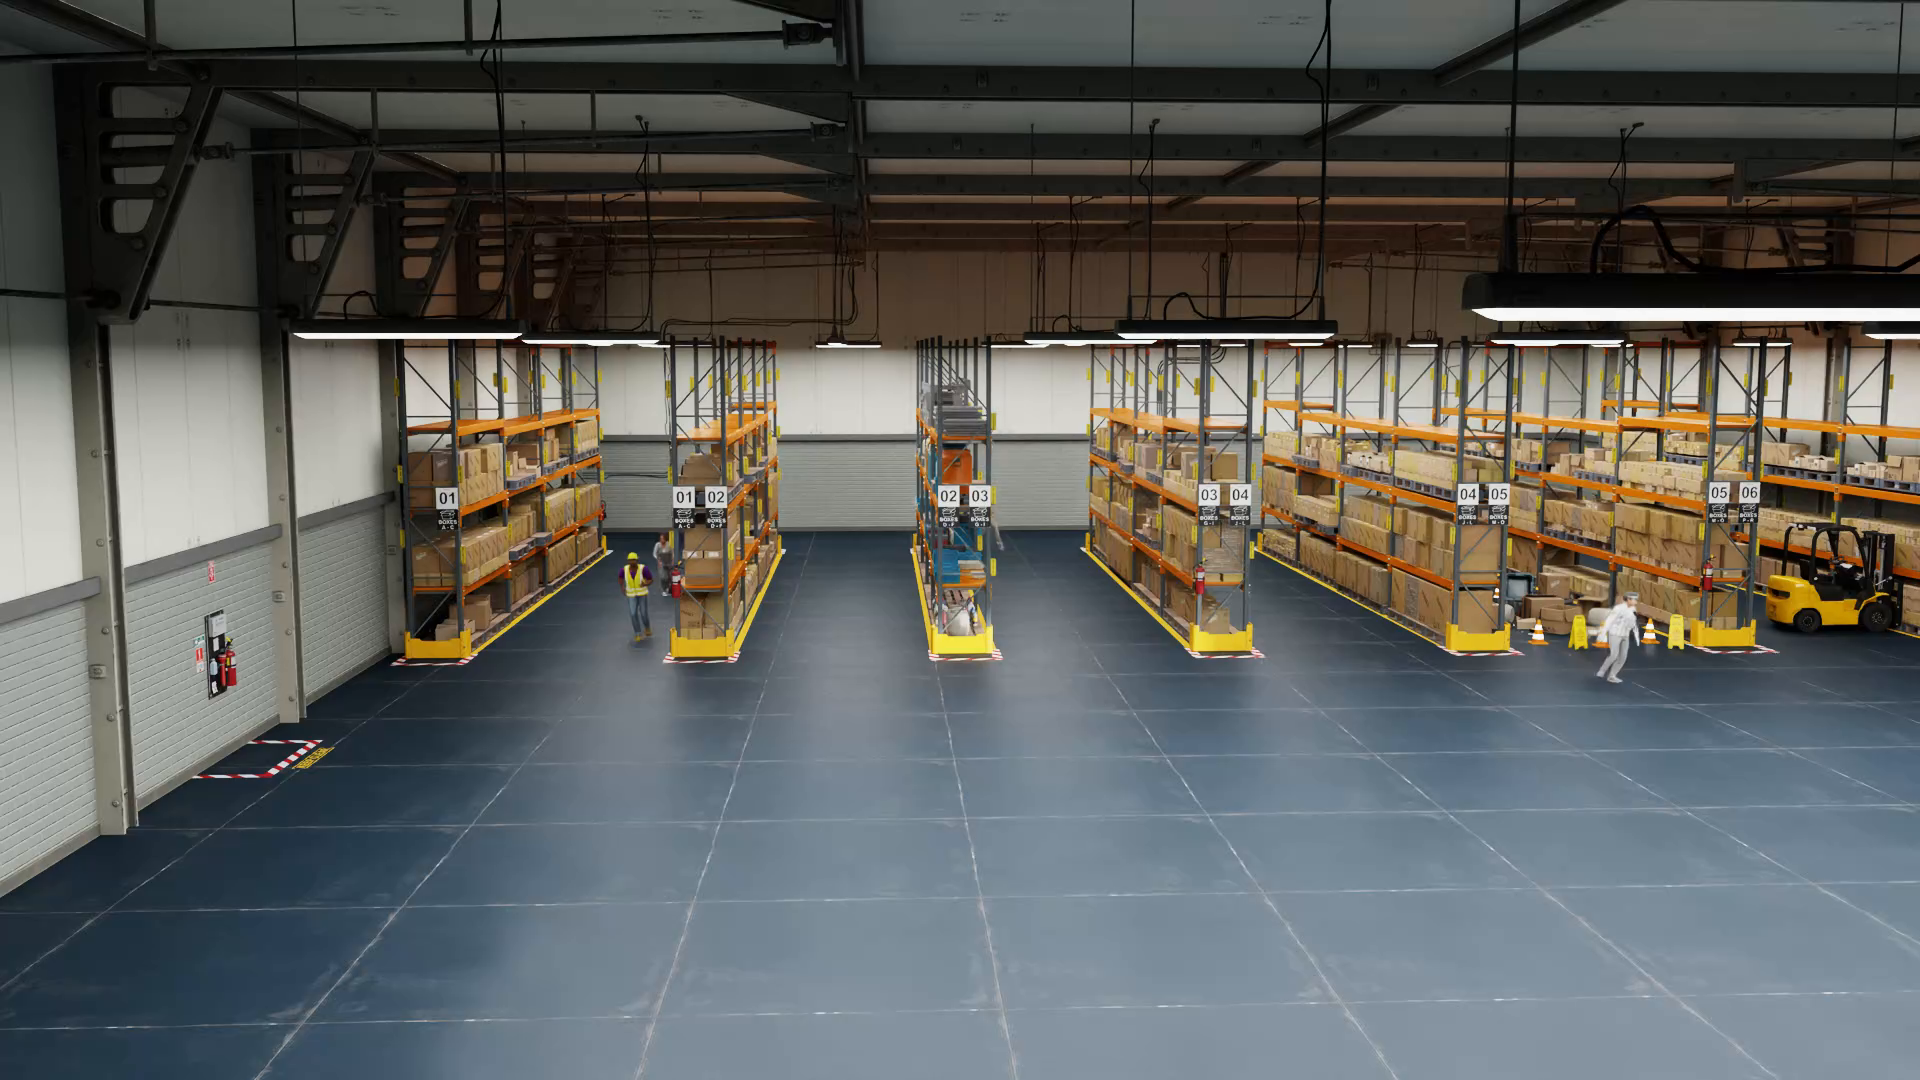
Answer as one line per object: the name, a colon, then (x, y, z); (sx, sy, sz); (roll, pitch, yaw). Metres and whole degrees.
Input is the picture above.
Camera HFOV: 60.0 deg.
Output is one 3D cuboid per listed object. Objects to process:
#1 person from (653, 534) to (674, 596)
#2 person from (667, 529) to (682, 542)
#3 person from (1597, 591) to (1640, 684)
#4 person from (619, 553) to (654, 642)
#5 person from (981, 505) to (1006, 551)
person: (-6.921, 0.567, 38.887); (0.515, 1.500, 0.739); (-2, 7, -16)
person: (-8.105, -0.595, 48.439); (0.853, 1.682, 0.591); (0, 6, 1)
person: (11.371, 1.668, 28.695); (0.621, 1.622, 0.578); (-3, 7, -25)
person: (-6.415, 1.102, 32.943); (0.694, 1.738, 0.870); (-1, 7, -7)
person: (0.781, -0.583, 47.805); (0.980, 1.761, 0.714); (6, 9, 41)
